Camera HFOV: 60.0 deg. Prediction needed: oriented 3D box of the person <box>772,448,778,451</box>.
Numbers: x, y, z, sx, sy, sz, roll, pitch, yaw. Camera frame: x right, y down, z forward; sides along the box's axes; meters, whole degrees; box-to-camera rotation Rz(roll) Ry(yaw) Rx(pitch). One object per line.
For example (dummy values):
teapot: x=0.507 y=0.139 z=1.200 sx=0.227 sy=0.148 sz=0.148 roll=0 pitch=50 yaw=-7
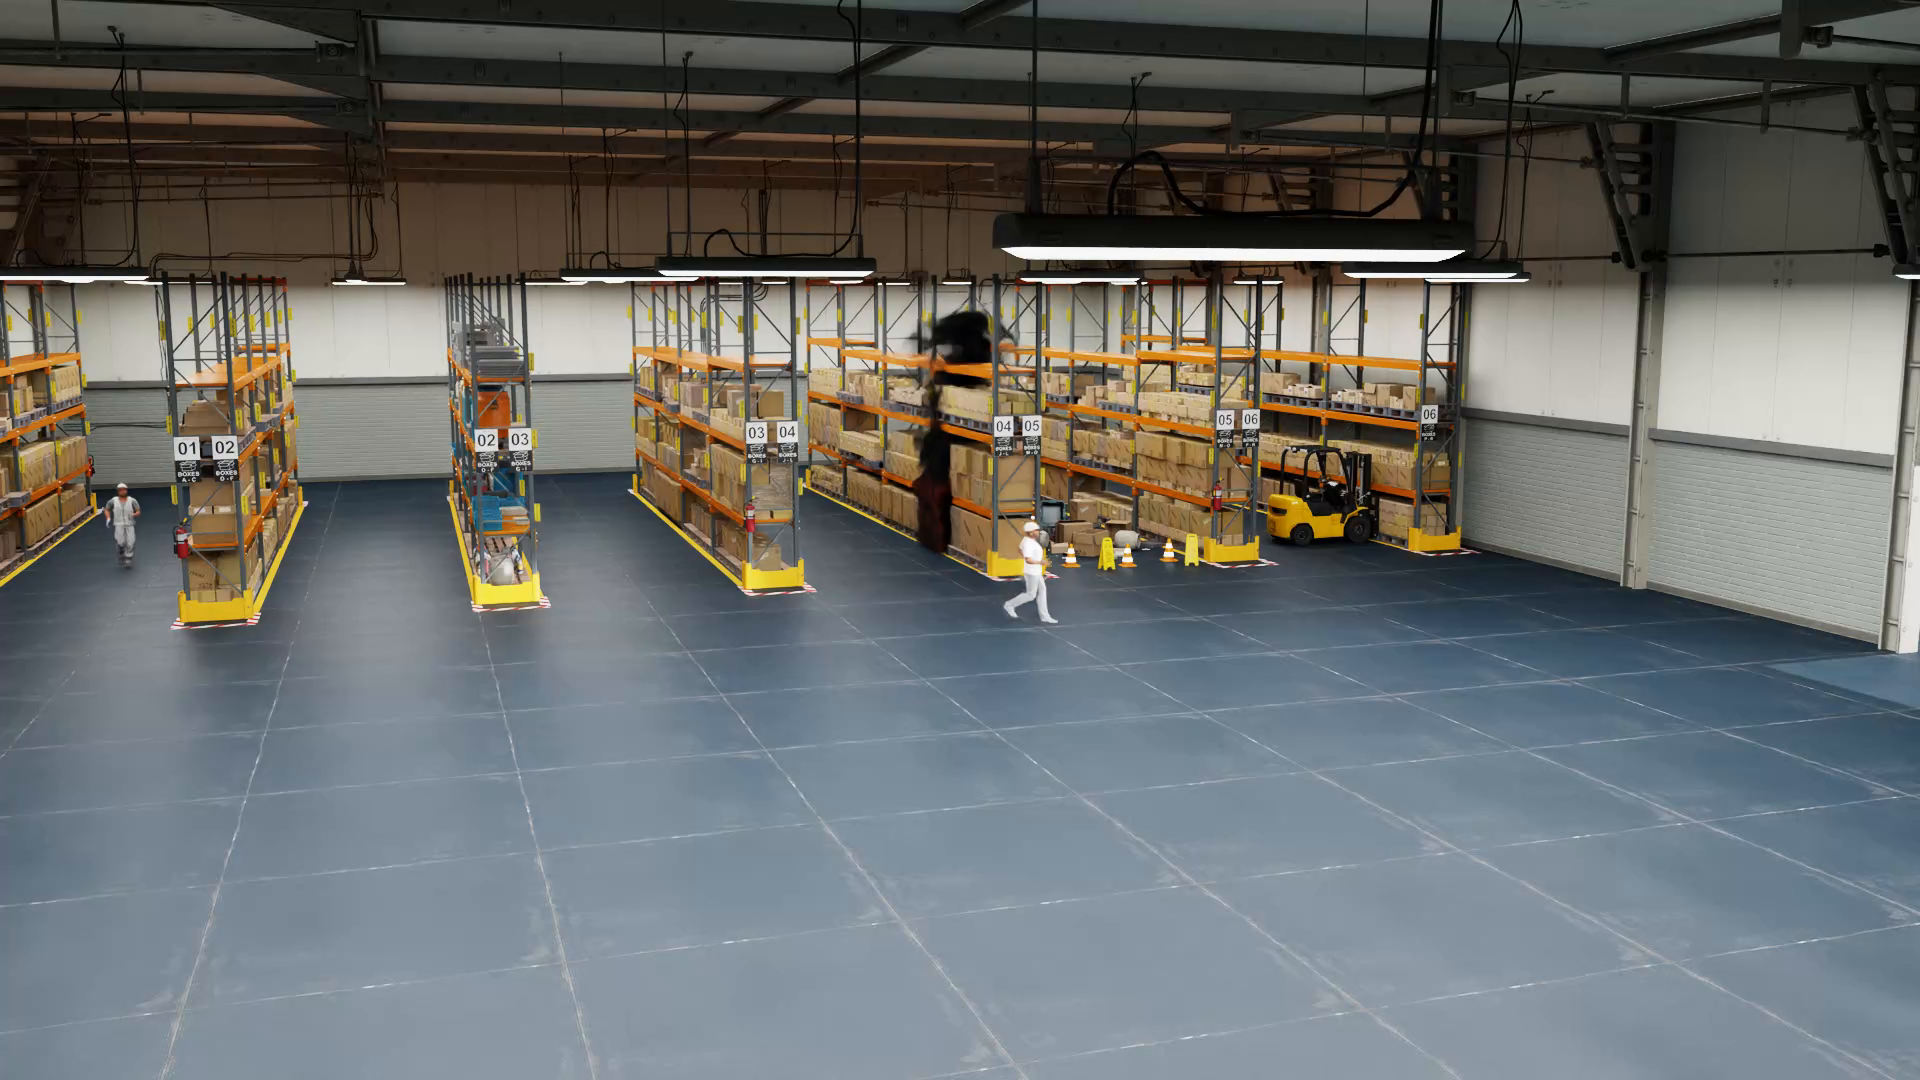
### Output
person: x=-5.029 y=-2.013 z=46.094 sx=0.509 sy=1.603 sz=0.665 roll=-3 pitch=9 yaw=-16

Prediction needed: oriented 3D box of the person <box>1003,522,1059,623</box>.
person: x=1.220 y=0.566 z=28.466 sx=0.952 sy=1.761 sz=0.702 roll=1 pitch=9 yaw=8

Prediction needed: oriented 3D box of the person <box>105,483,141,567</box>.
person: x=-17.131 y=-0.284 z=34.089 sx=0.644 sy=1.742 sz=0.609 roll=-5 pitch=10 yaw=-31
